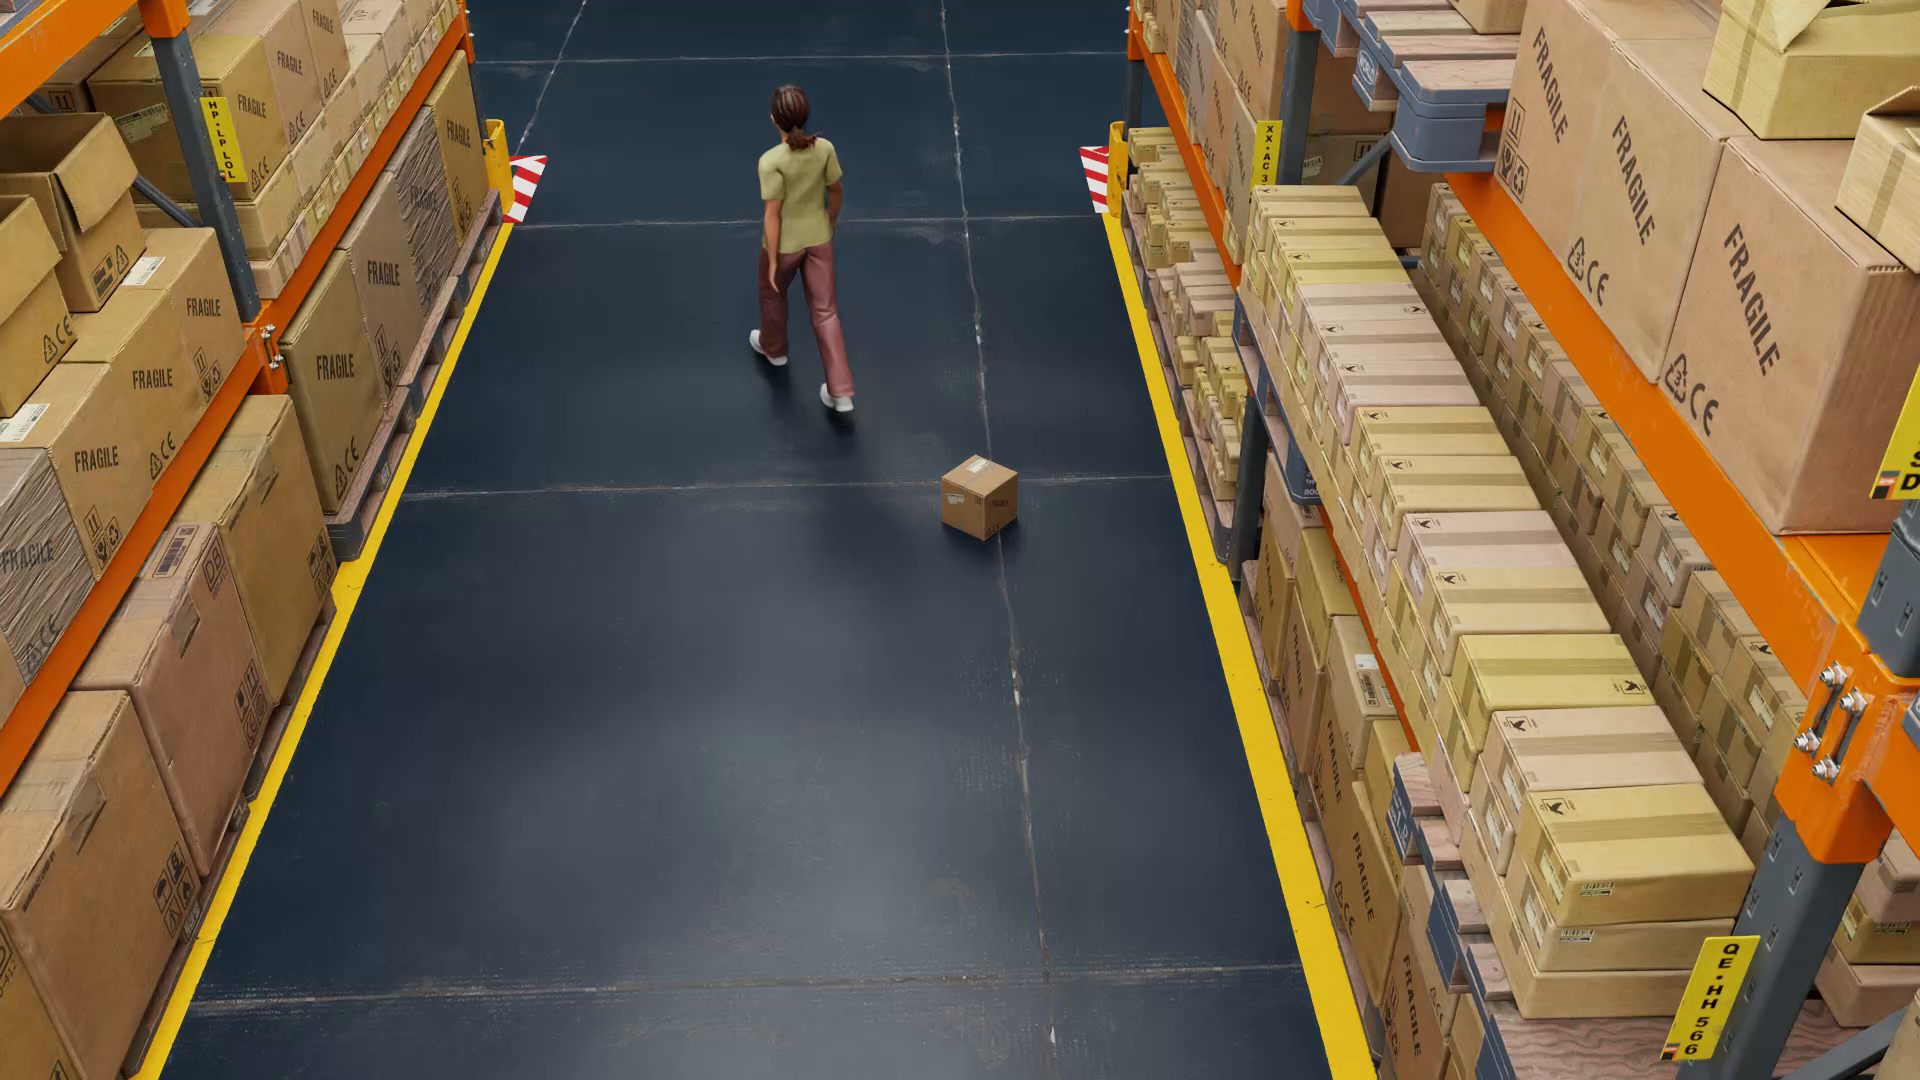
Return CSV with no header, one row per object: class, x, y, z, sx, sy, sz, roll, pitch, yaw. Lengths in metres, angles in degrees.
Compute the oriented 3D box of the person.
person,-0.790,-1.489,8.247,0.473,1.620,1.035,-16,38,-21
